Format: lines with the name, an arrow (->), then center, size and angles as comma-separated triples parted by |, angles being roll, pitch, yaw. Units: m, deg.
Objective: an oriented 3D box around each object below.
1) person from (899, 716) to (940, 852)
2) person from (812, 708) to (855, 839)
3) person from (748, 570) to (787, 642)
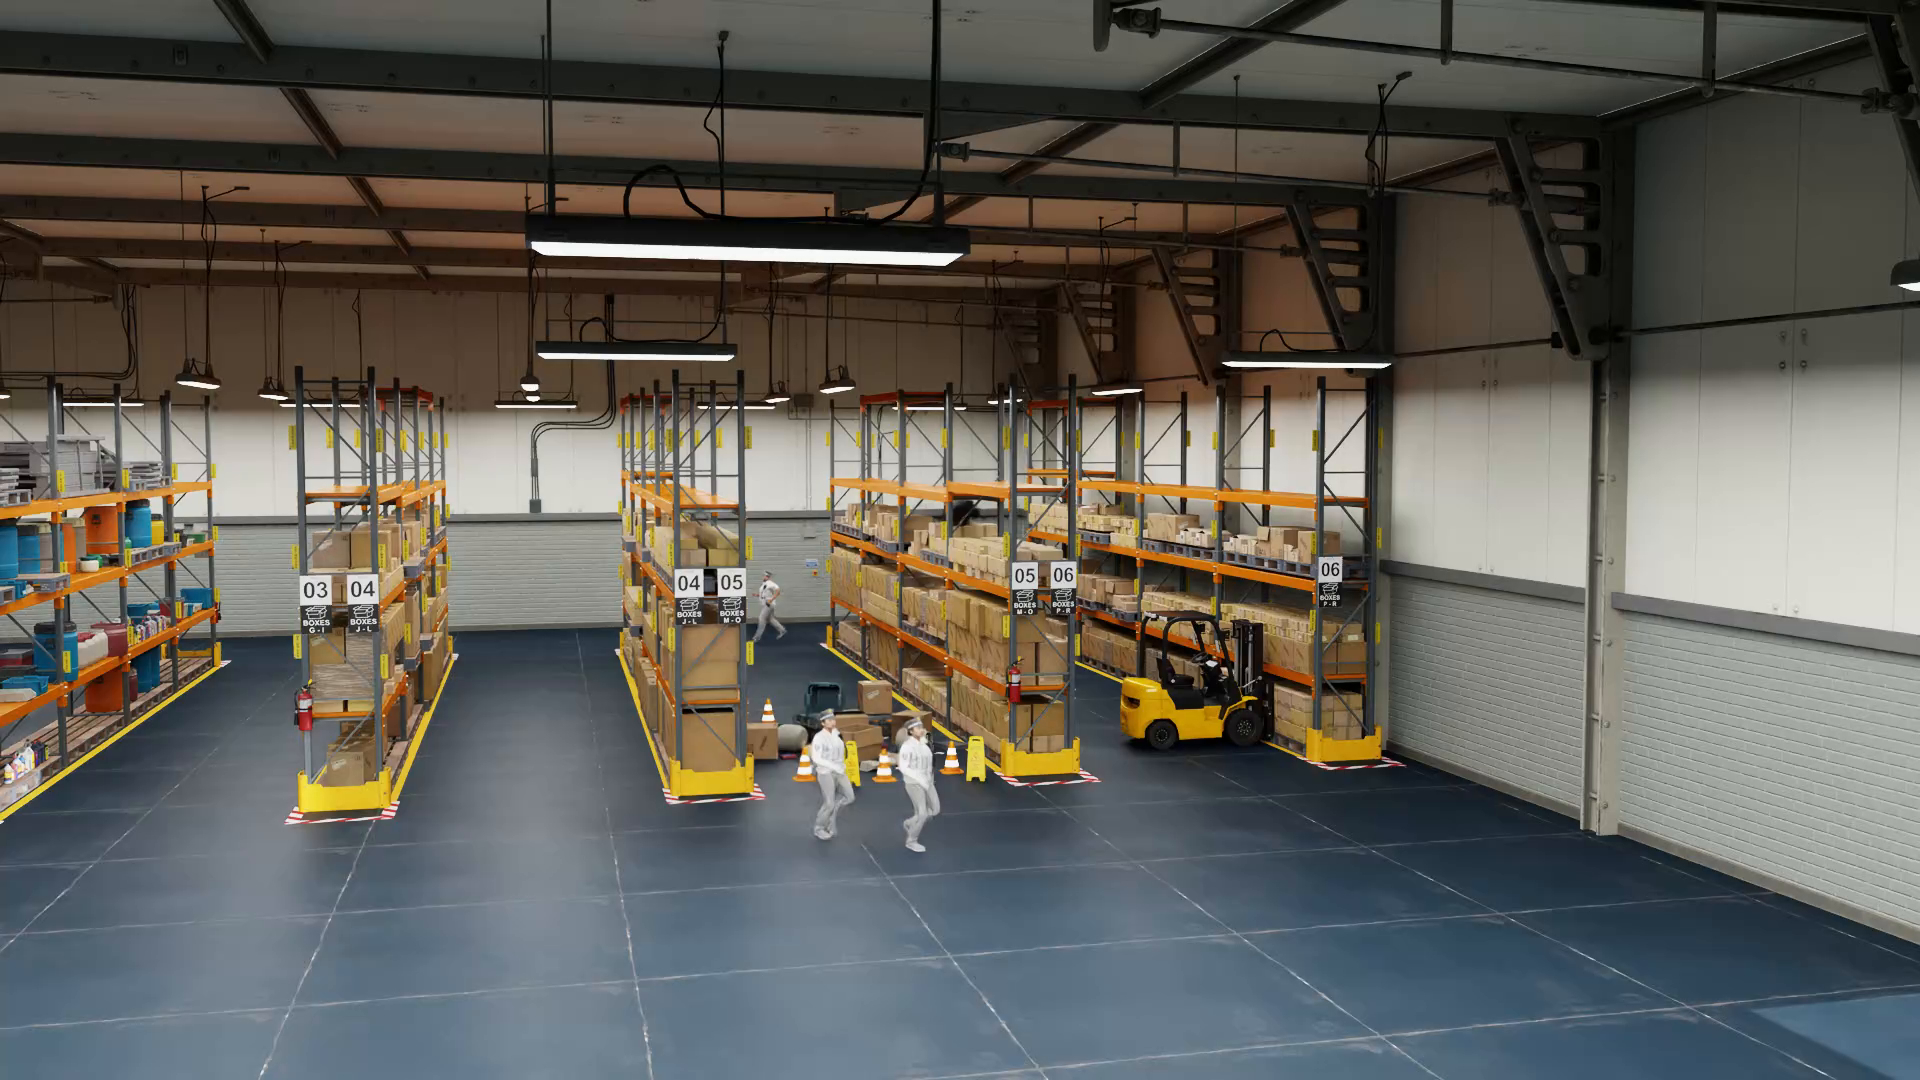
person -> -0.501, 2.967, 20.321 | 0.492, 1.663, 0.624 | 2, 4, 33
person -> -1.595, 2.925, 20.857 | 0.574, 1.656, 0.629 | 3, 4, 38
person -> -4.777, 1.625, 41.261 | 1.007, 1.776, 0.670 | -1, 4, -15
